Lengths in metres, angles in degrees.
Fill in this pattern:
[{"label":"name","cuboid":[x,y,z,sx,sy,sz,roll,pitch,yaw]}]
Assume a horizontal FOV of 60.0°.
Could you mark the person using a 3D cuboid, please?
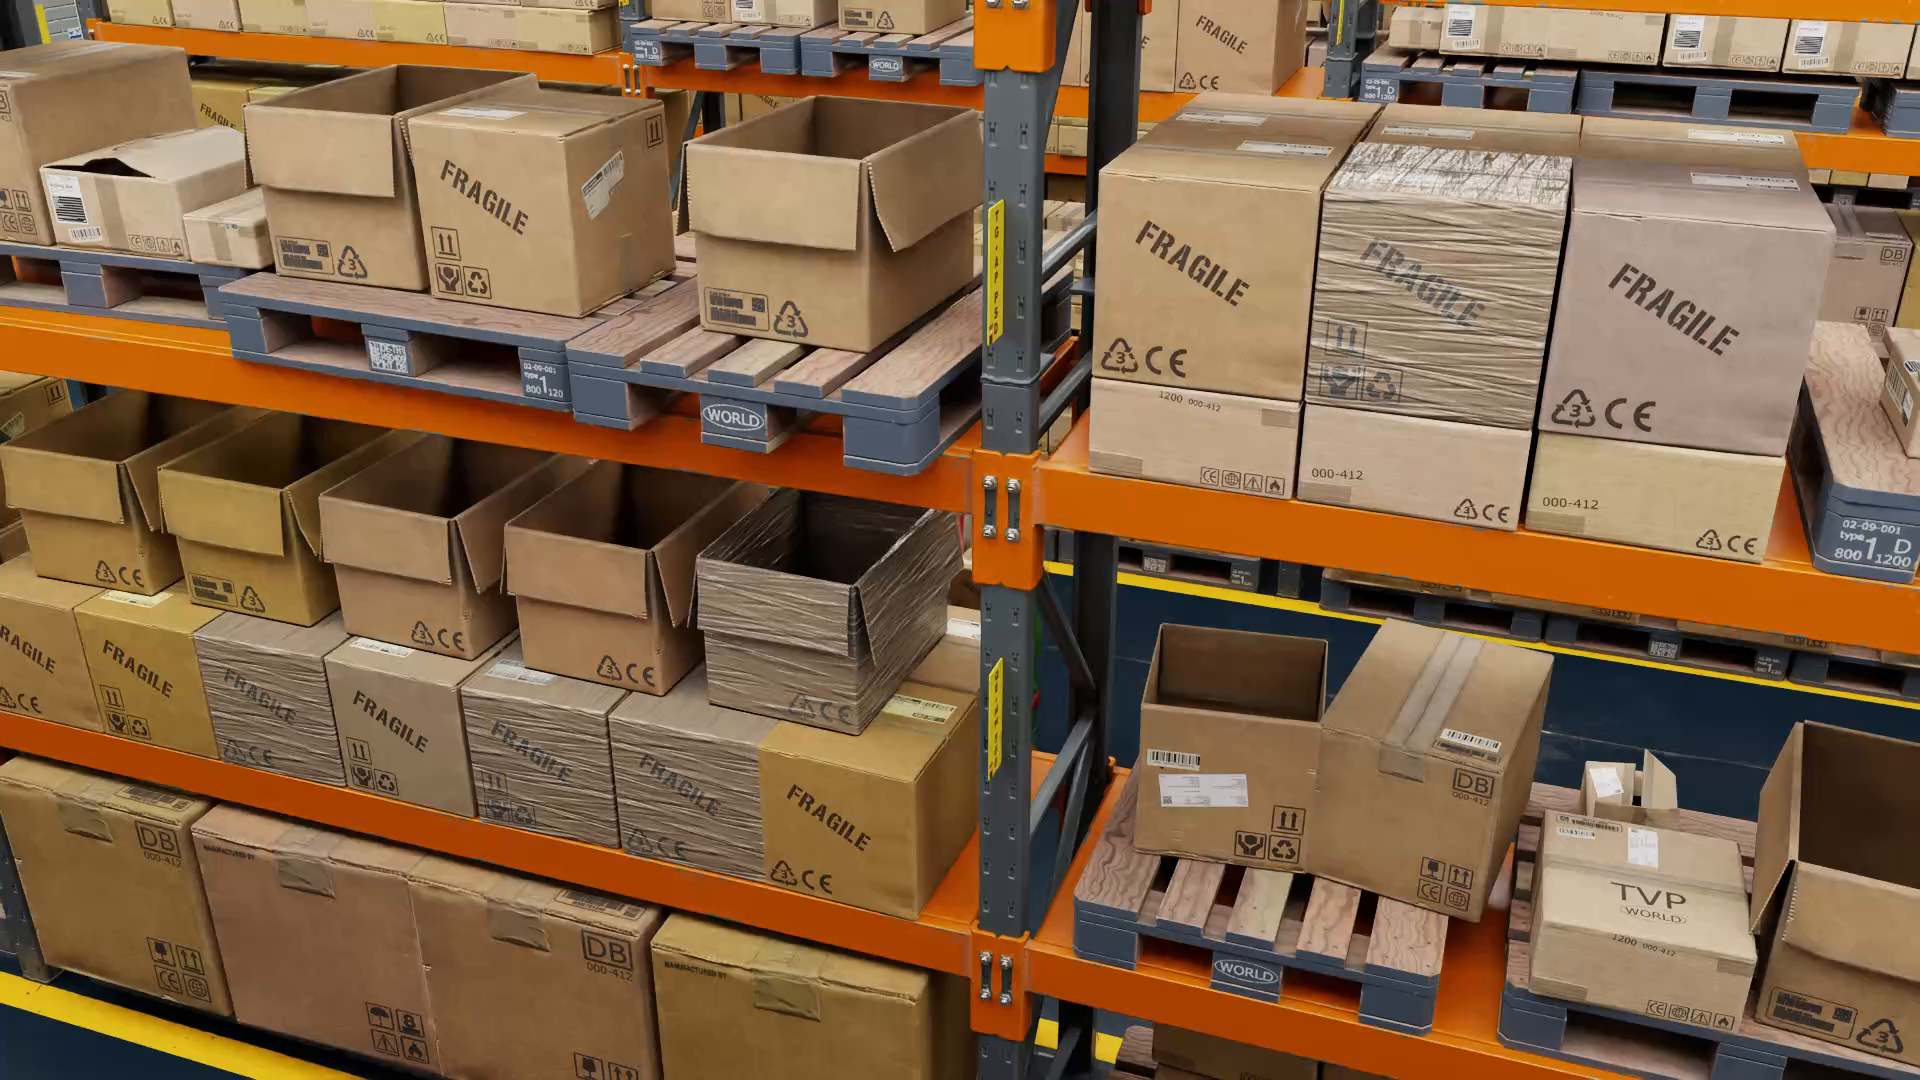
[{"label":"person","cuboid":[0.146,0.262,7.627,0.504,1.788,0.557,10,27,20]}]
